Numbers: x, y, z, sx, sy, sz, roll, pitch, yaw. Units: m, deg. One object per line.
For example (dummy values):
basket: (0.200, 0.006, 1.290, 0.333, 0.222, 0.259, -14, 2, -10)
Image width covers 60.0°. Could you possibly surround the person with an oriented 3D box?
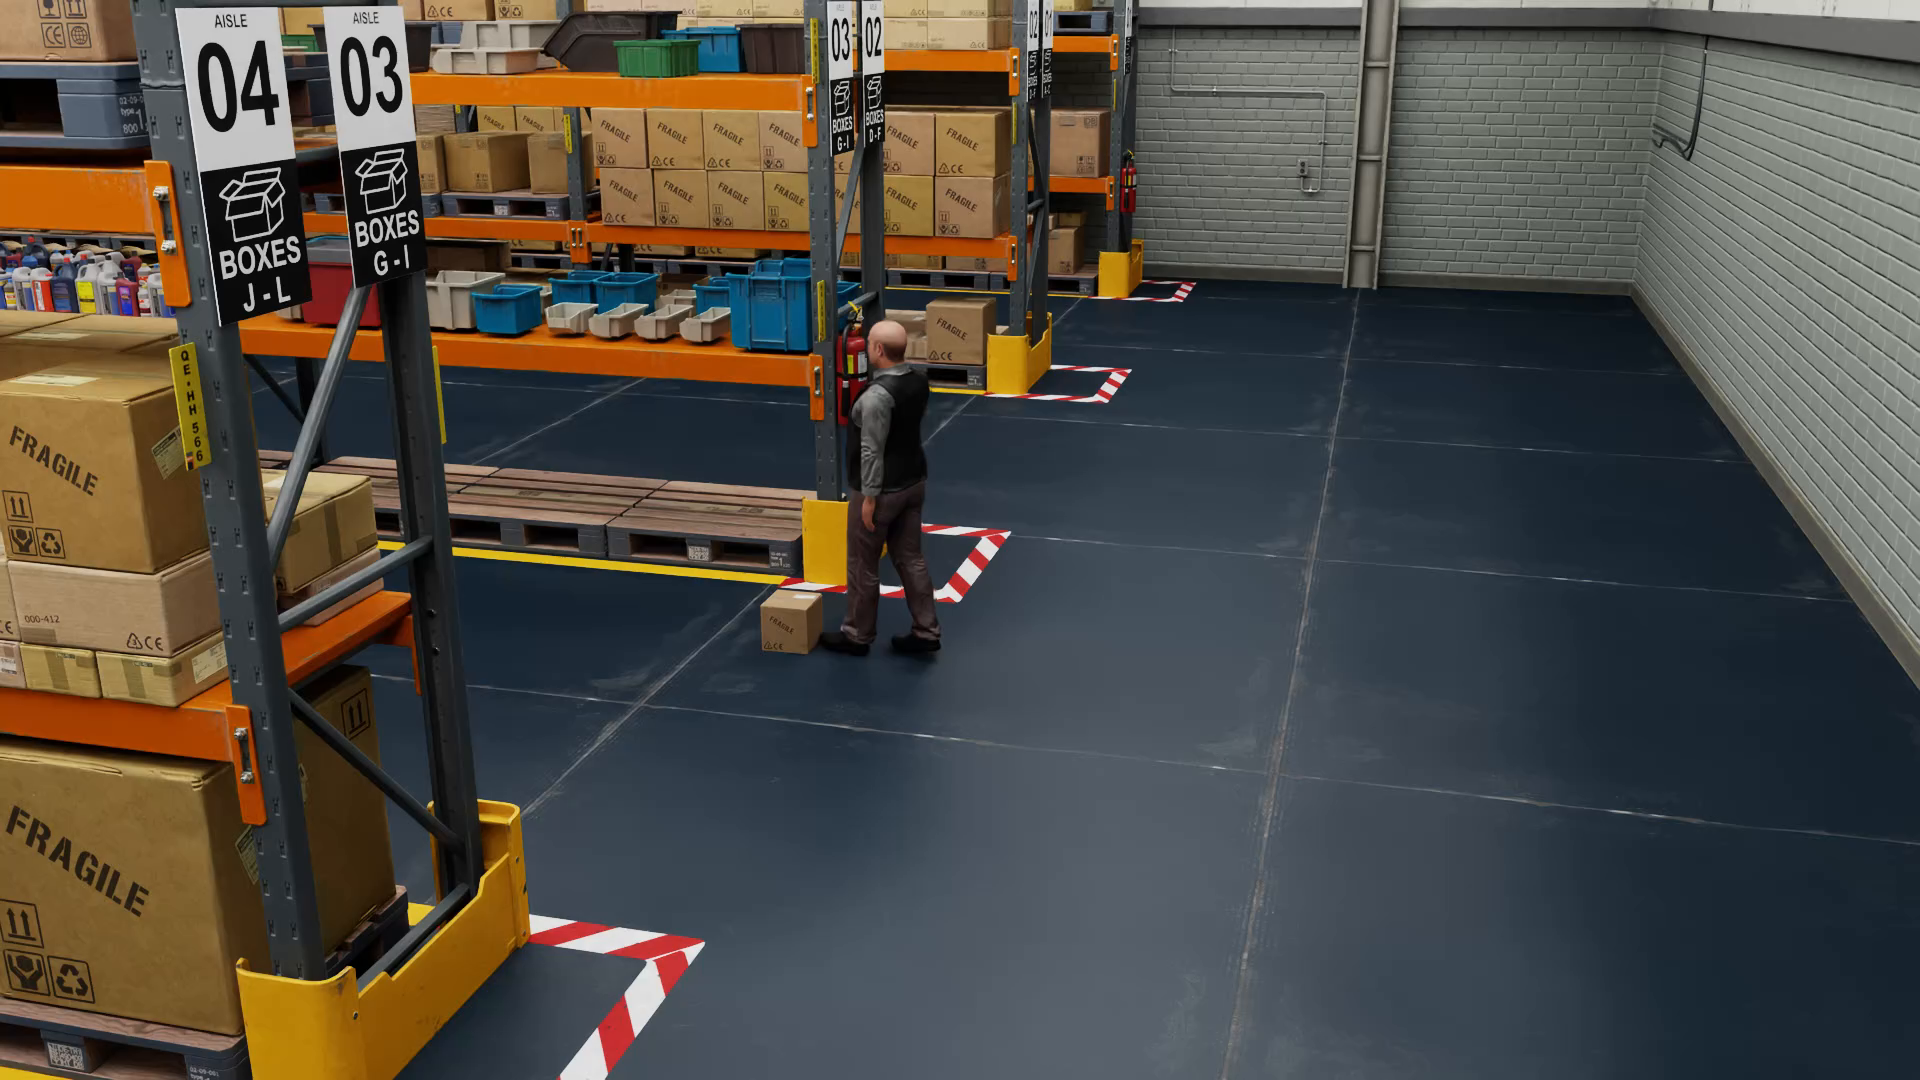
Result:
person: (-0.397, -0.256, 8.356, 0.655, 1.719, 0.544, 11, 21, 31)
